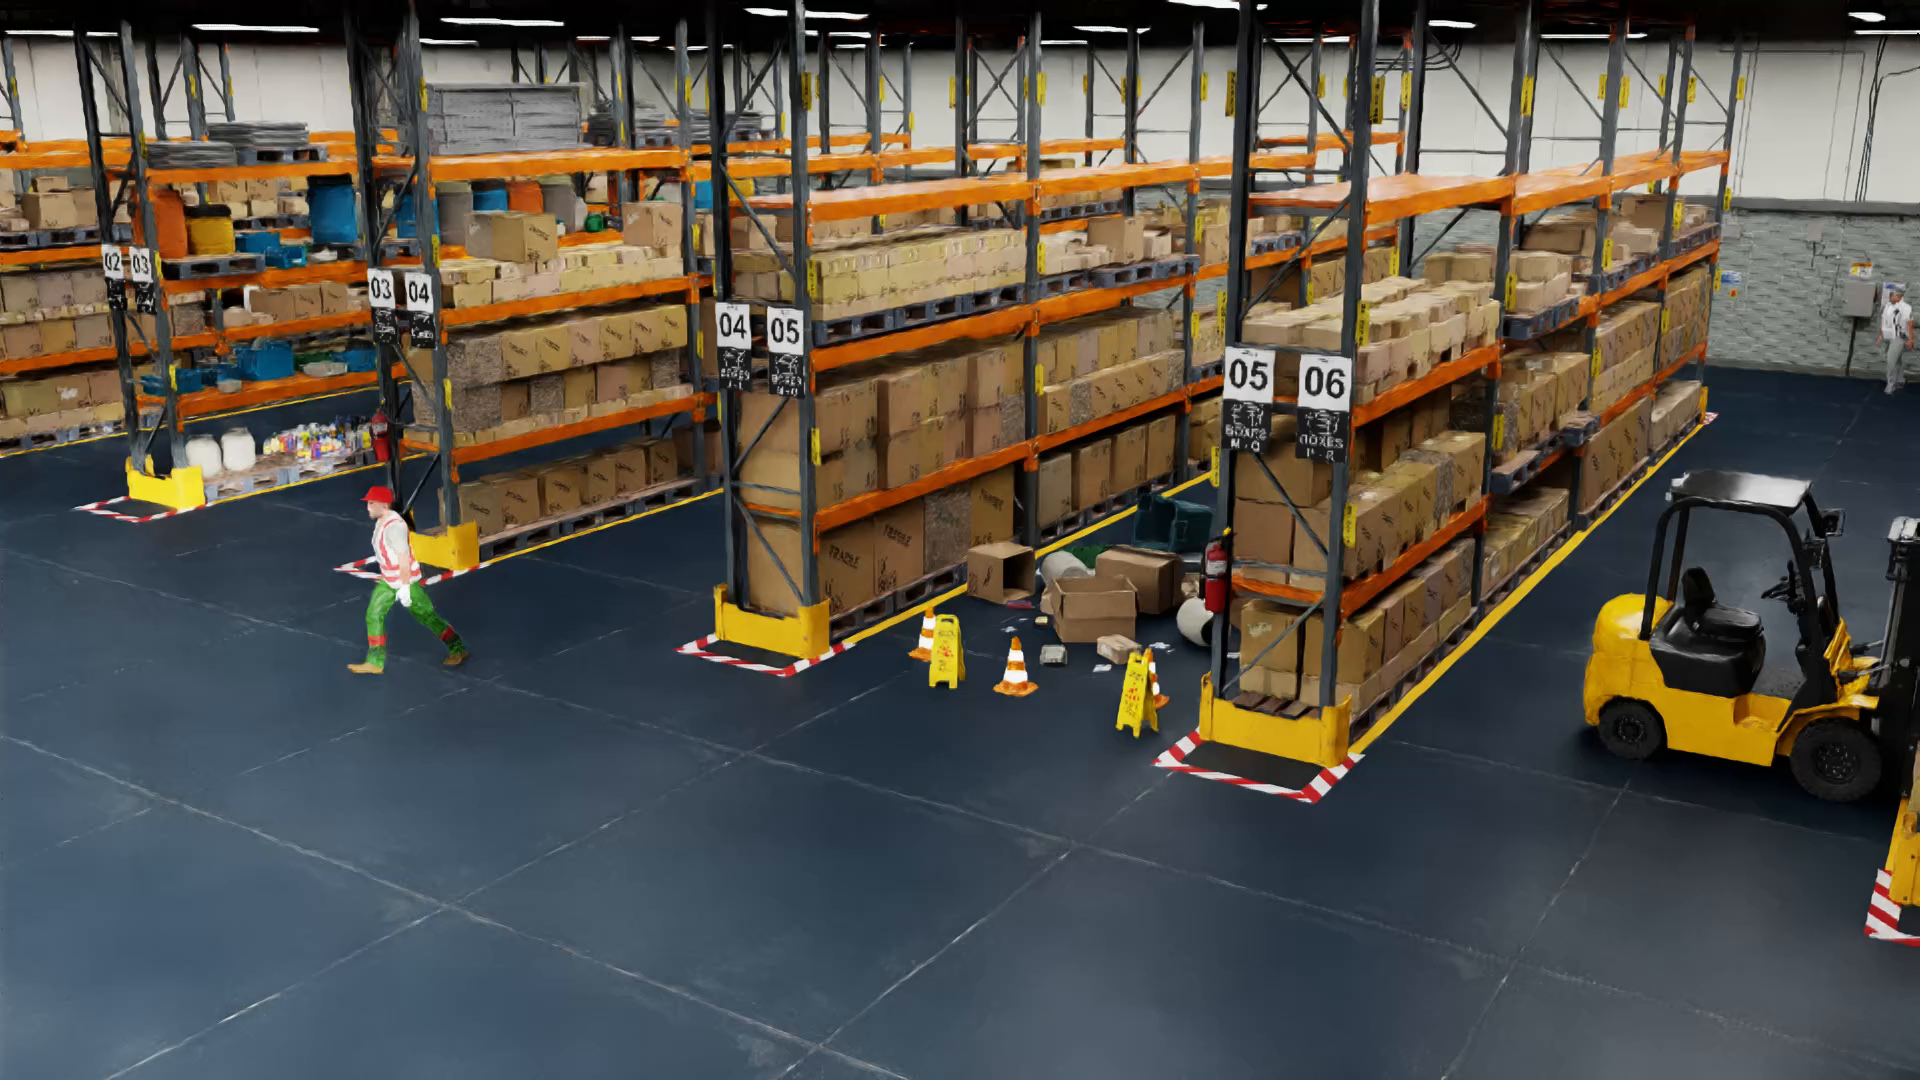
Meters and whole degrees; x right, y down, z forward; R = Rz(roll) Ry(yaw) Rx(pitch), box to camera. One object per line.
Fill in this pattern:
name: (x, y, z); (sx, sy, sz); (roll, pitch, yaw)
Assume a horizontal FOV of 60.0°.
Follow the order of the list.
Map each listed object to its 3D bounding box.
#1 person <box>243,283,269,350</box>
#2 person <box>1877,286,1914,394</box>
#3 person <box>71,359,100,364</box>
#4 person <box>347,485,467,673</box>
person: (-12.890, -4.074, 30.550); (0.517, 1.775, 0.634); (2, 16, 6)
person: (15.918, -3.410, 28.252); (0.530, 1.794, 0.646); (-1, 16, -4)
person: (-14.022, -2.970, 26.683); (0.729, 1.733, 0.546); (9, 18, 30)
person: (-4.962, 0.346, 14.775); (0.988, 1.733, 0.598); (-11, 19, -35)
